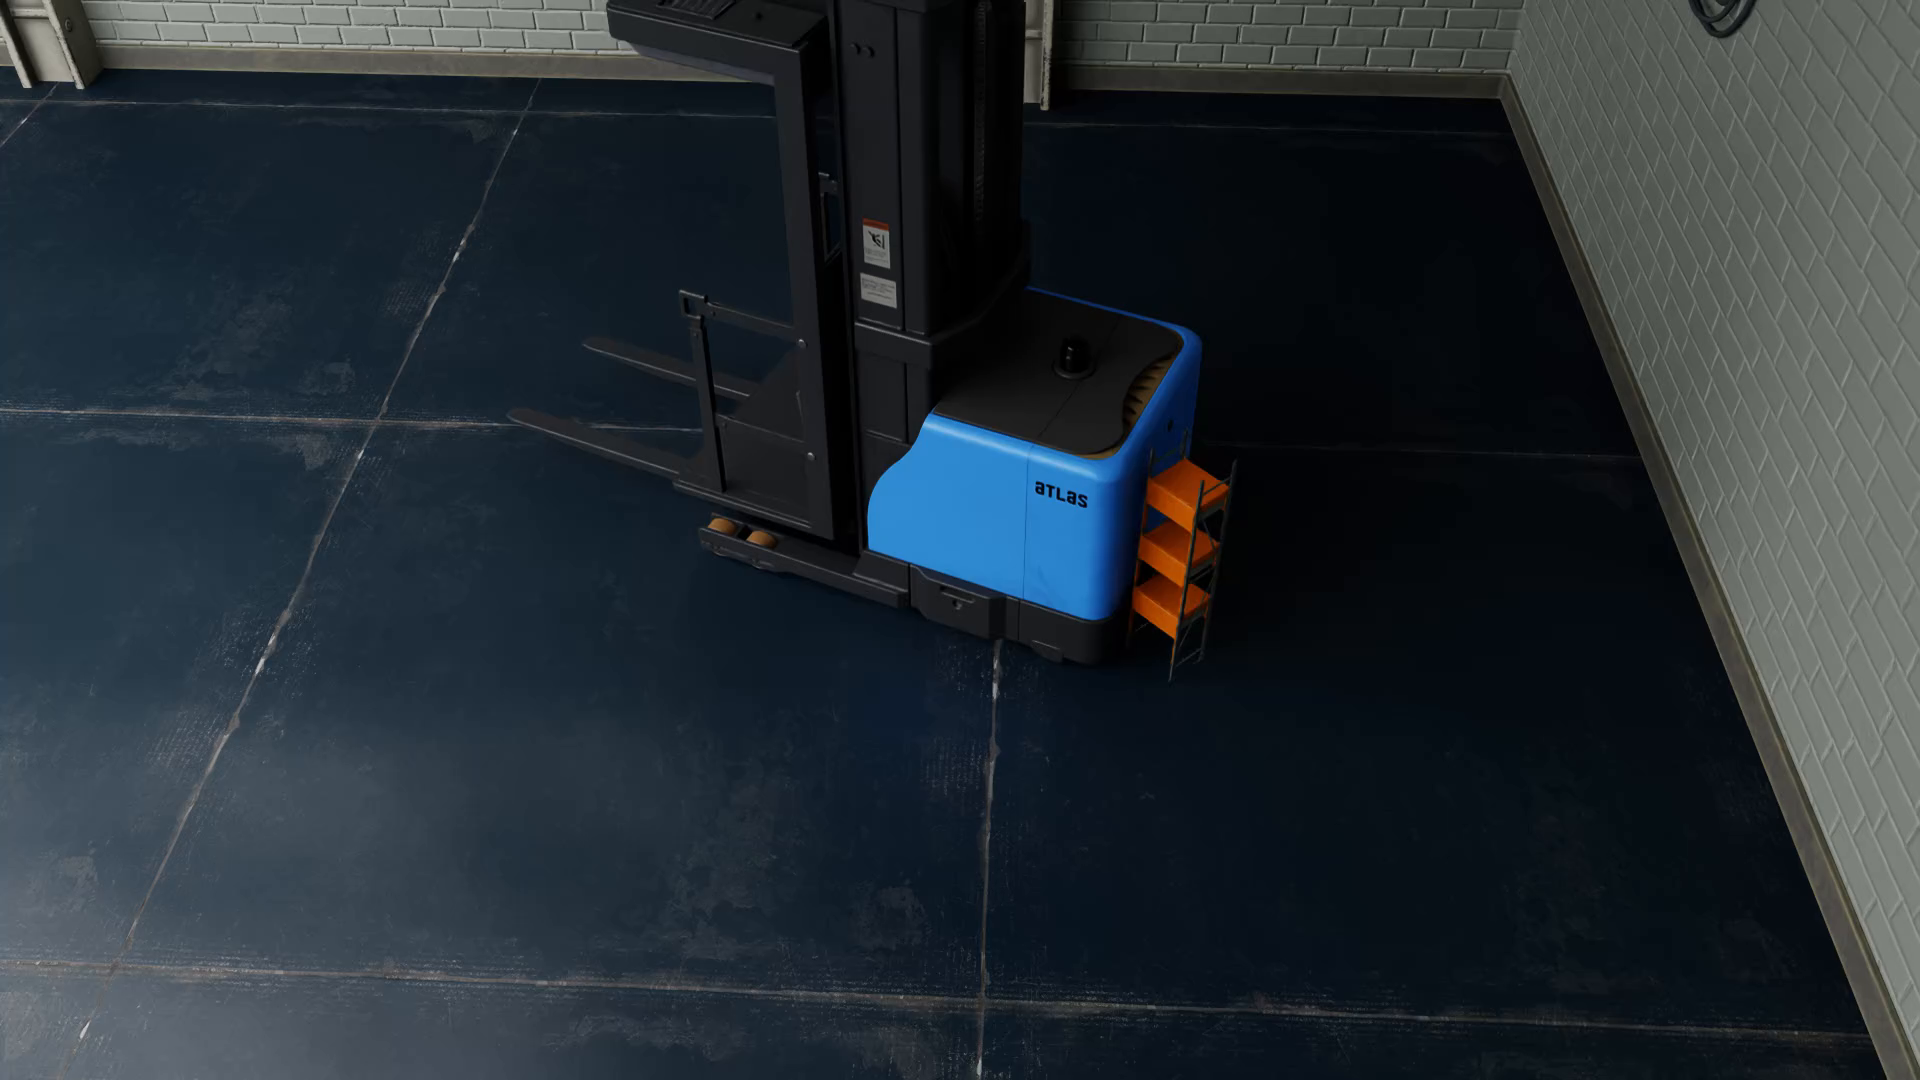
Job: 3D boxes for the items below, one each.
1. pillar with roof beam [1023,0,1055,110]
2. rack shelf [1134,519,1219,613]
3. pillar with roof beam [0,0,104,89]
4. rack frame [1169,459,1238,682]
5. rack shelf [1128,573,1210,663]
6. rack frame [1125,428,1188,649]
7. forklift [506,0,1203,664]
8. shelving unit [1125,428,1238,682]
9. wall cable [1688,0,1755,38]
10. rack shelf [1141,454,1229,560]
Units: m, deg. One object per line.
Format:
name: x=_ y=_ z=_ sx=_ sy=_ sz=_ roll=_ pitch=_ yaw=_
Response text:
pillar with roof beam: x=0.164 y=-3.096 z=4.057 sx=0.400 sy=9.000 sz=9.100 roll=2 pitch=43 yaw=2
rack shelf: x=0.850 y=0.084 z=6.485 sx=0.215 sy=0.259 sz=0.240 roll=-30 pitch=51 yaw=-31
pillar with roof beam: x=-5.830 y=-3.280 z=4.254 sx=0.400 sy=9.000 sz=9.100 roll=2 pitch=43 yaw=2
rack frame: x=0.932 y=0.138 z=6.412 sx=0.200 sy=1.050 sz=0.008 roll=-30 pitch=51 yaw=-31
rack shelf: x=0.843 y=0.291 z=6.670 sx=0.215 sy=0.259 sz=0.240 roll=-30 pitch=51 yaw=-31
rack frame: x=0.768 y=0.015 z=6.544 sx=0.200 sy=1.050 sz=0.008 roll=-30 pitch=51 yaw=-31
forklift: x=-0.571 y=-1.254 z=6.531 sx=3.031 sy=2.935 sz=1.130 roll=18 pitch=46 yaw=18
shelving unit: x=0.850 y=0.076 z=6.478 sx=0.215 sy=1.050 sz=0.252 roll=-30 pitch=51 yaw=-31
wall cable: x=3.241 y=-3.900 z=7.198 sx=0.112 sy=2.526 sz=3.097 roll=2 pitch=43 yaw=2
rack shelf: x=0.857 y=-0.127 z=6.296 sx=0.215 sy=0.259 sz=0.240 roll=-30 pitch=51 yaw=-31
